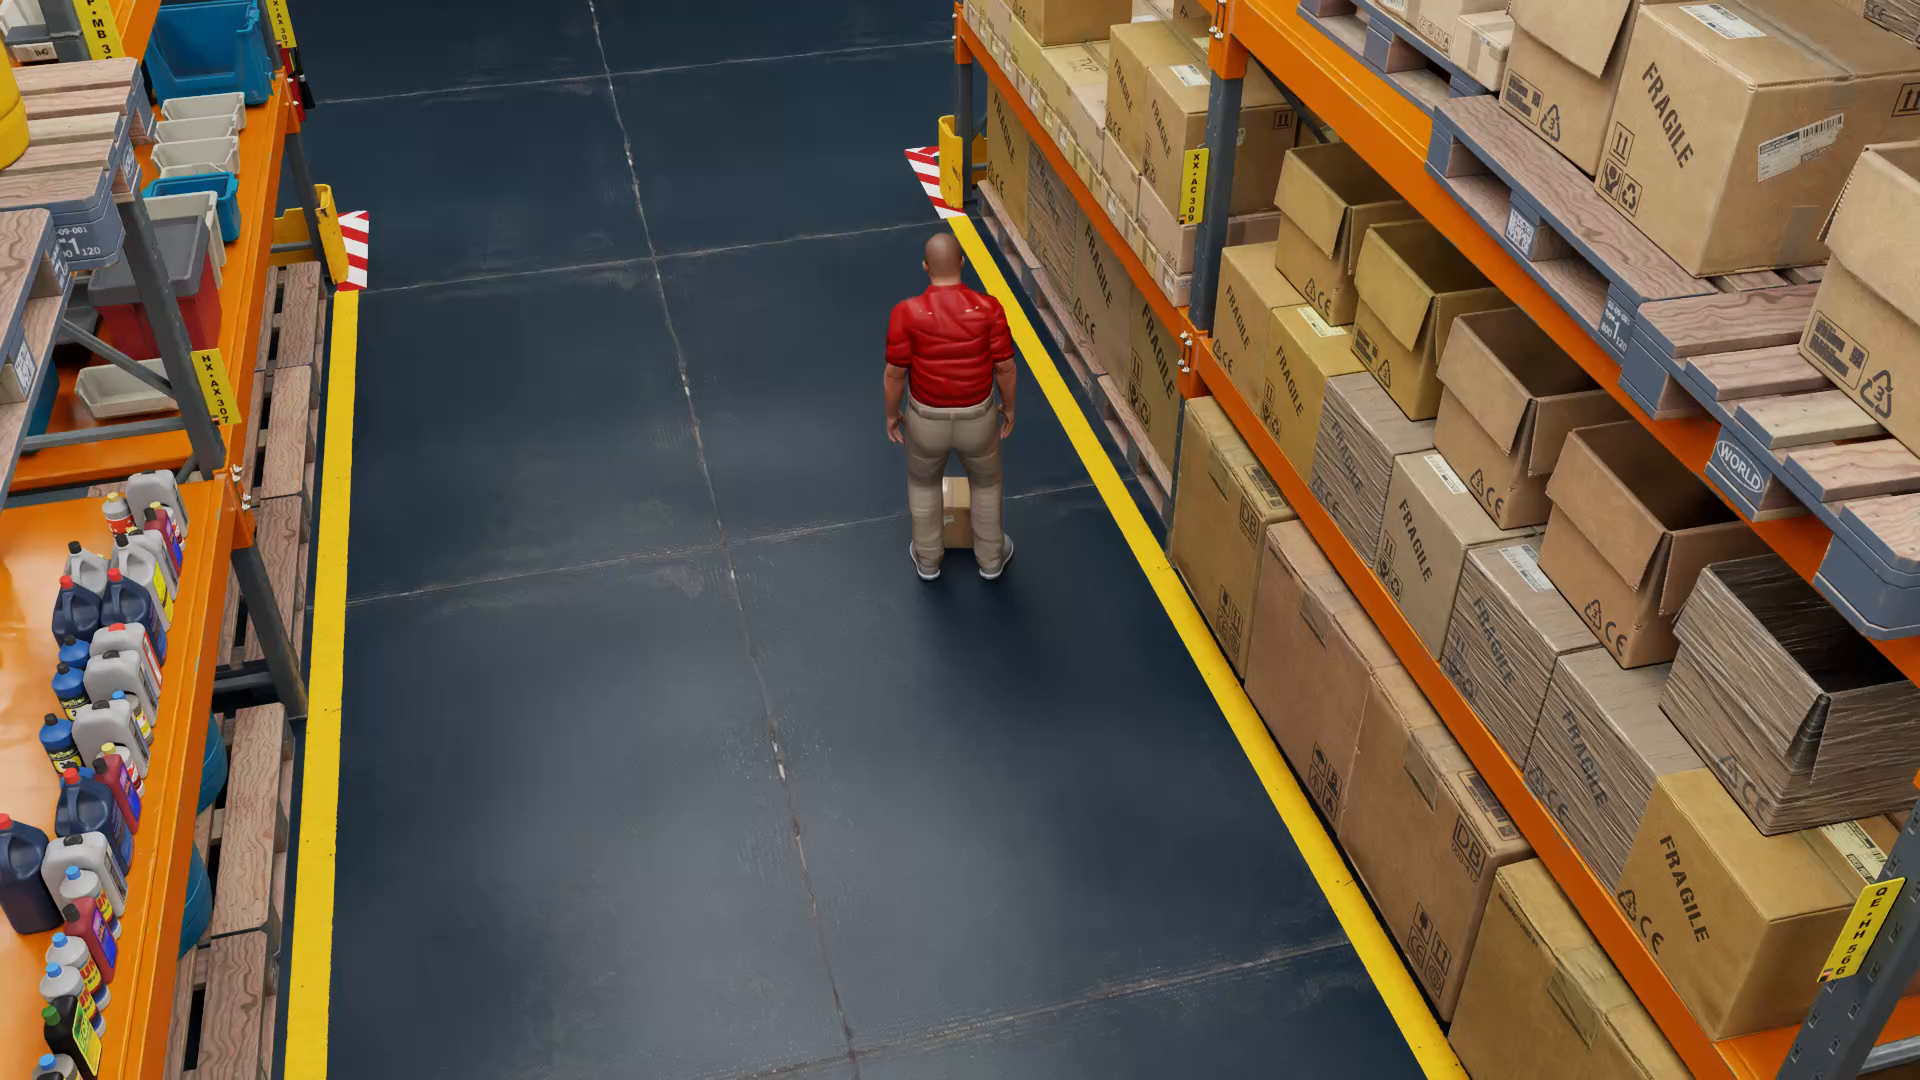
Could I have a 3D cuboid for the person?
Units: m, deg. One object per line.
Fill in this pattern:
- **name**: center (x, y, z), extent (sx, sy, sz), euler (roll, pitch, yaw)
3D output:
- **person**: center (-0.037, -0.562, 7.446), extent (0.601, 1.726, 0.399), euler (-2, 38, -2)
